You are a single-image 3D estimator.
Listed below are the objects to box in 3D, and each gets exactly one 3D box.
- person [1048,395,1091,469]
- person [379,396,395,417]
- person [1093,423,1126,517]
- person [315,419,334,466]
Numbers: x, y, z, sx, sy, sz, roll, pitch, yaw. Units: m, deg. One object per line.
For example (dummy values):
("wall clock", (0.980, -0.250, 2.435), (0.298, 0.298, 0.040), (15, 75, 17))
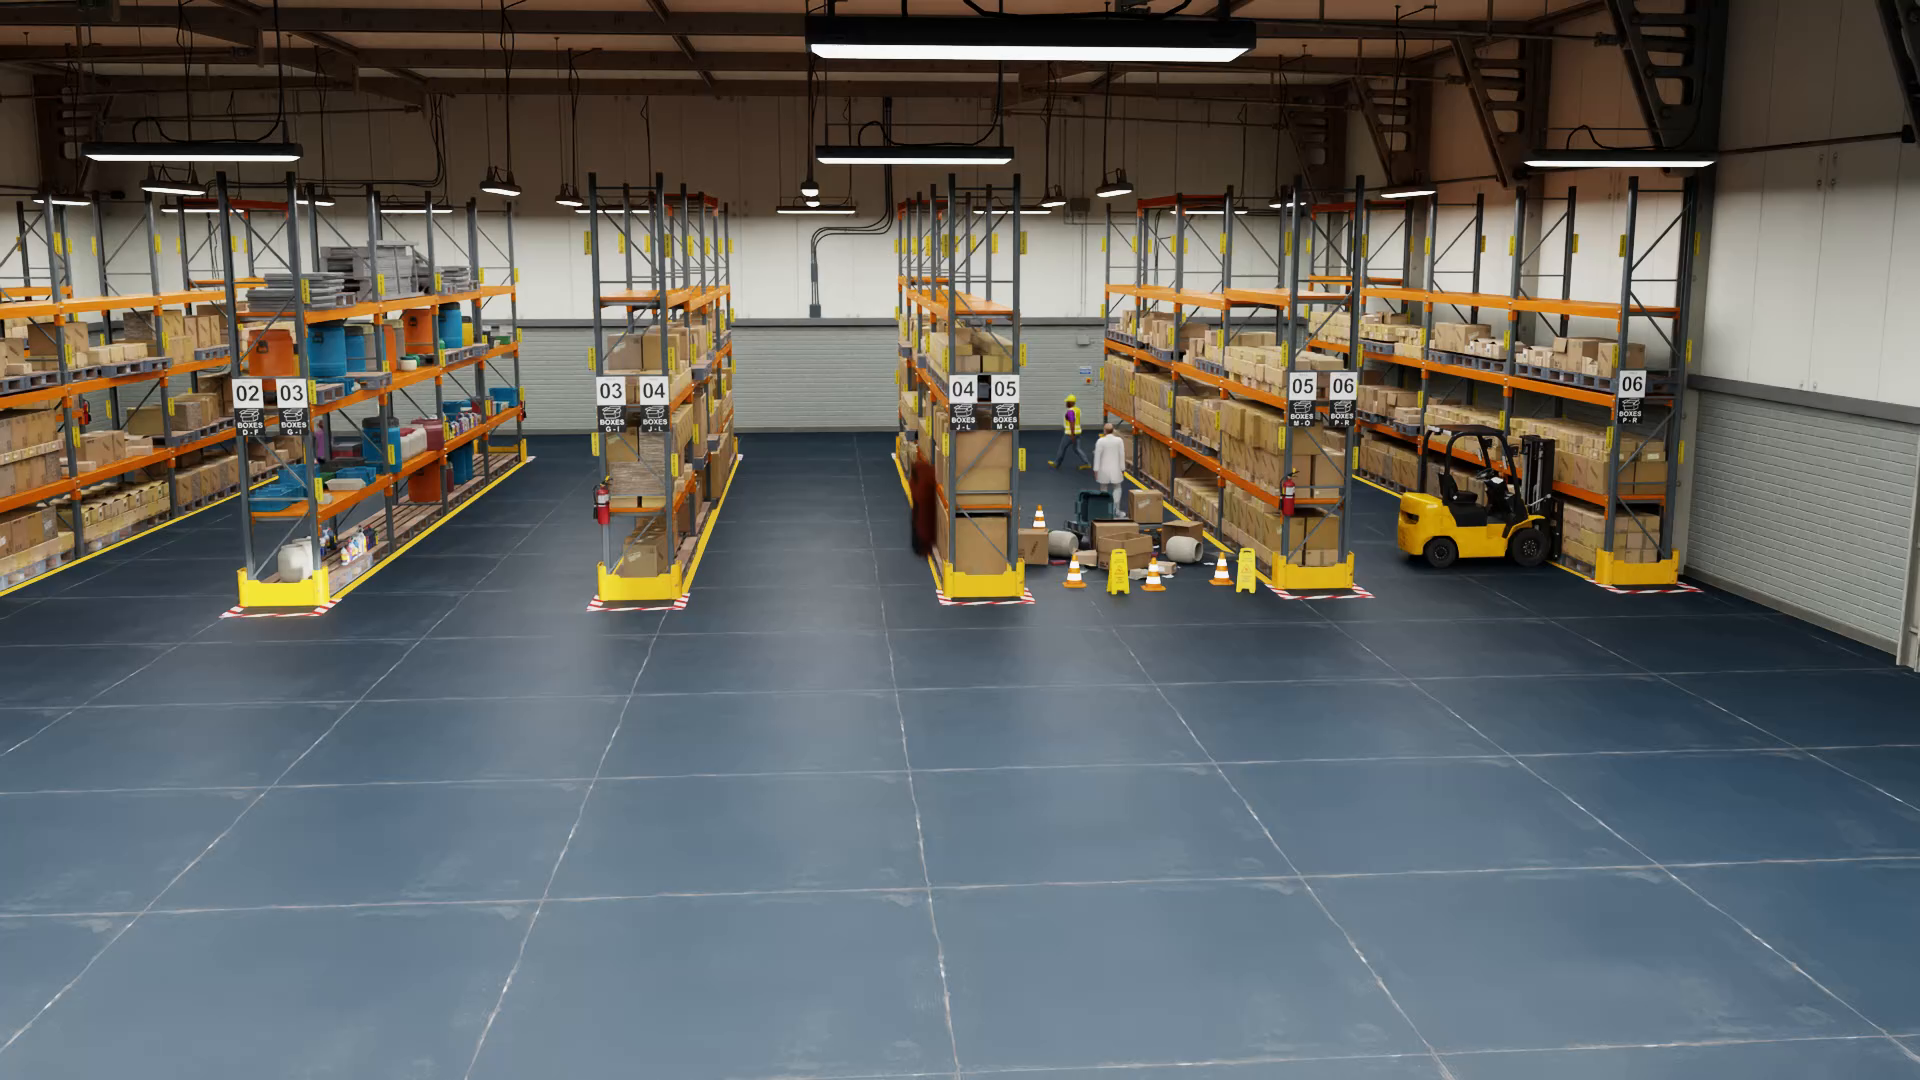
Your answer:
("person", (2.479, -2.430, 37.596), (1.107, 1.690, 0.556), (8, 13, 37))
("person", (-13.431, -2.609, 38.842), (0.688, 1.682, 0.483), (-7, 12, -36))
("person", (2.779, -1.291, 30.933), (0.606, 1.775, 0.593), (-1, 10, -6))
("person", (-12.779, -1.640, 33.406), (0.455, 1.598, 0.437), (5, 11, 26))
